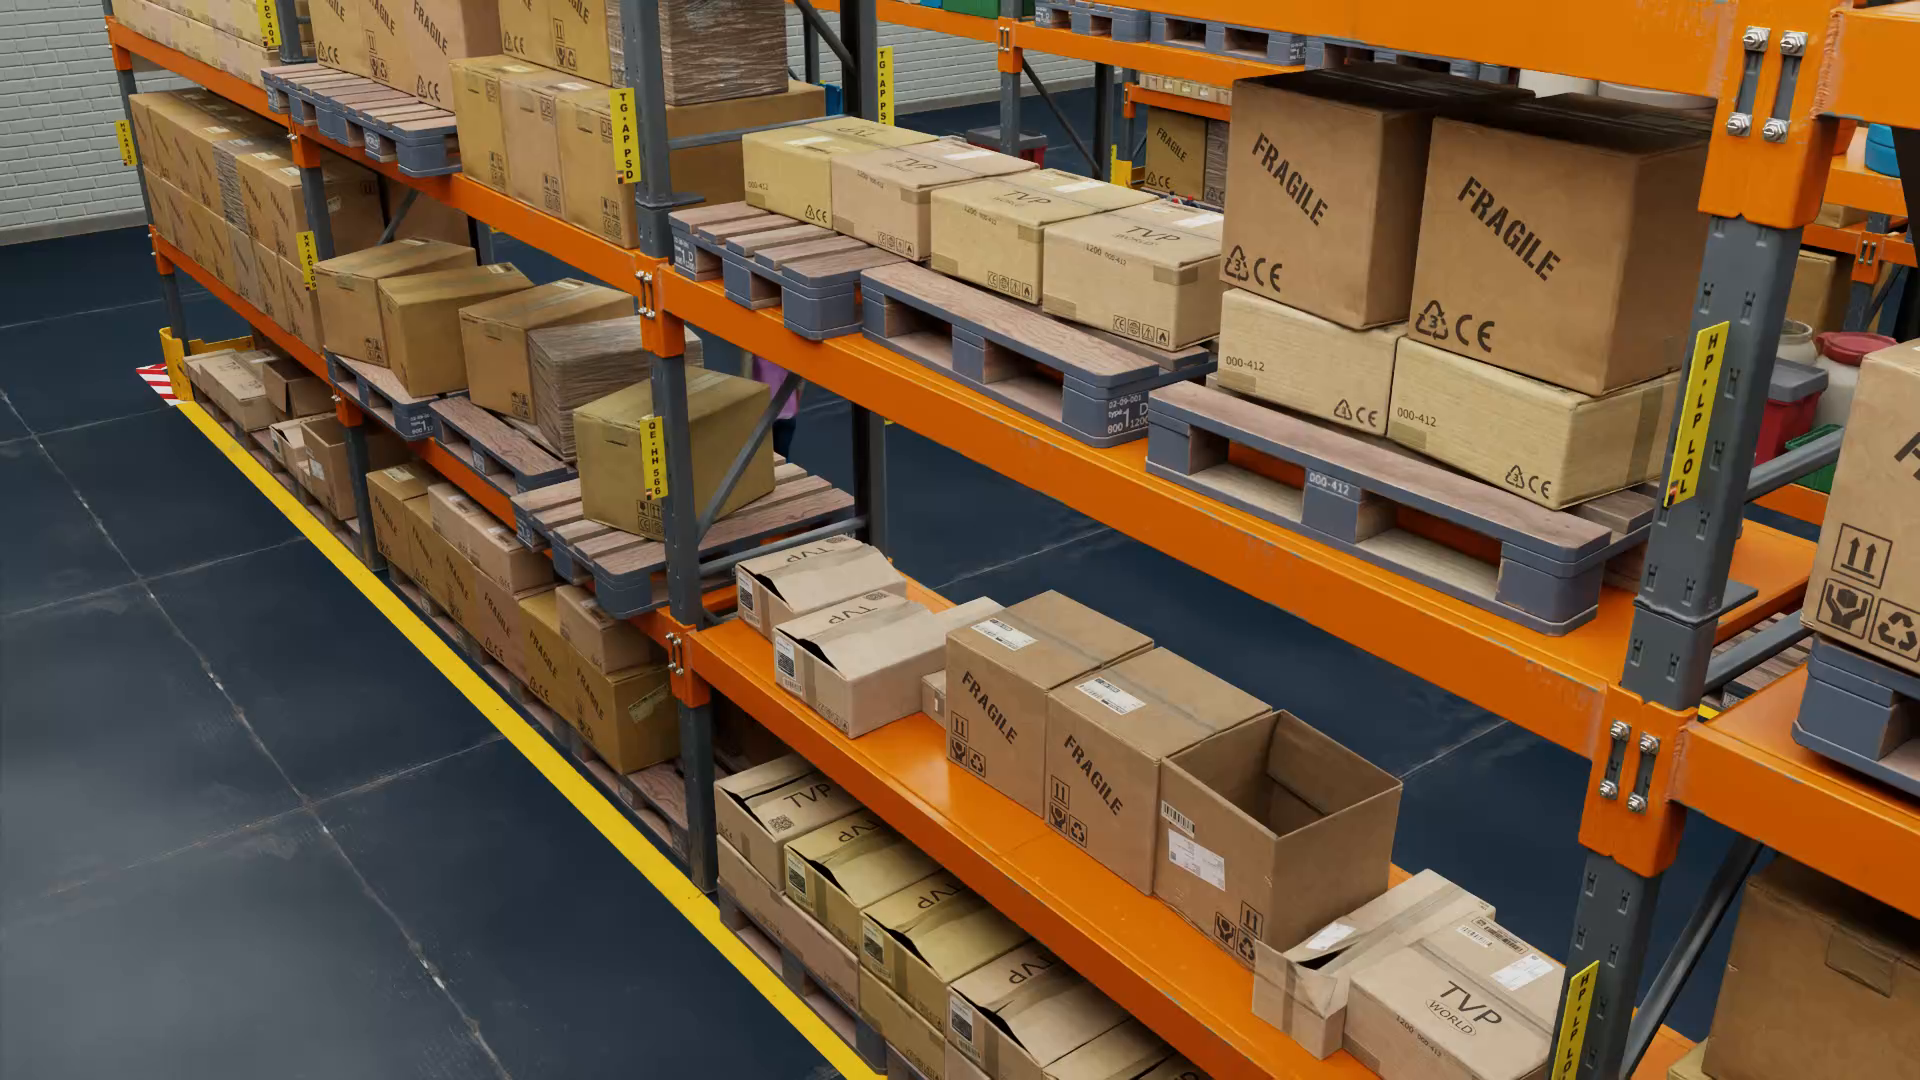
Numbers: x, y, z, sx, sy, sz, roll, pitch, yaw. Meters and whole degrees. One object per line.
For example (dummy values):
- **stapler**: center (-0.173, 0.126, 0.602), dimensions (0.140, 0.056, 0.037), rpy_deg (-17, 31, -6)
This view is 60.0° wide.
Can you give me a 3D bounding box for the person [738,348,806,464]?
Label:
- **person**: center (-1.172, -0.773, 10.242), dimensions (0.479, 1.592, 0.444), rpy_deg (-13, 28, -25)
